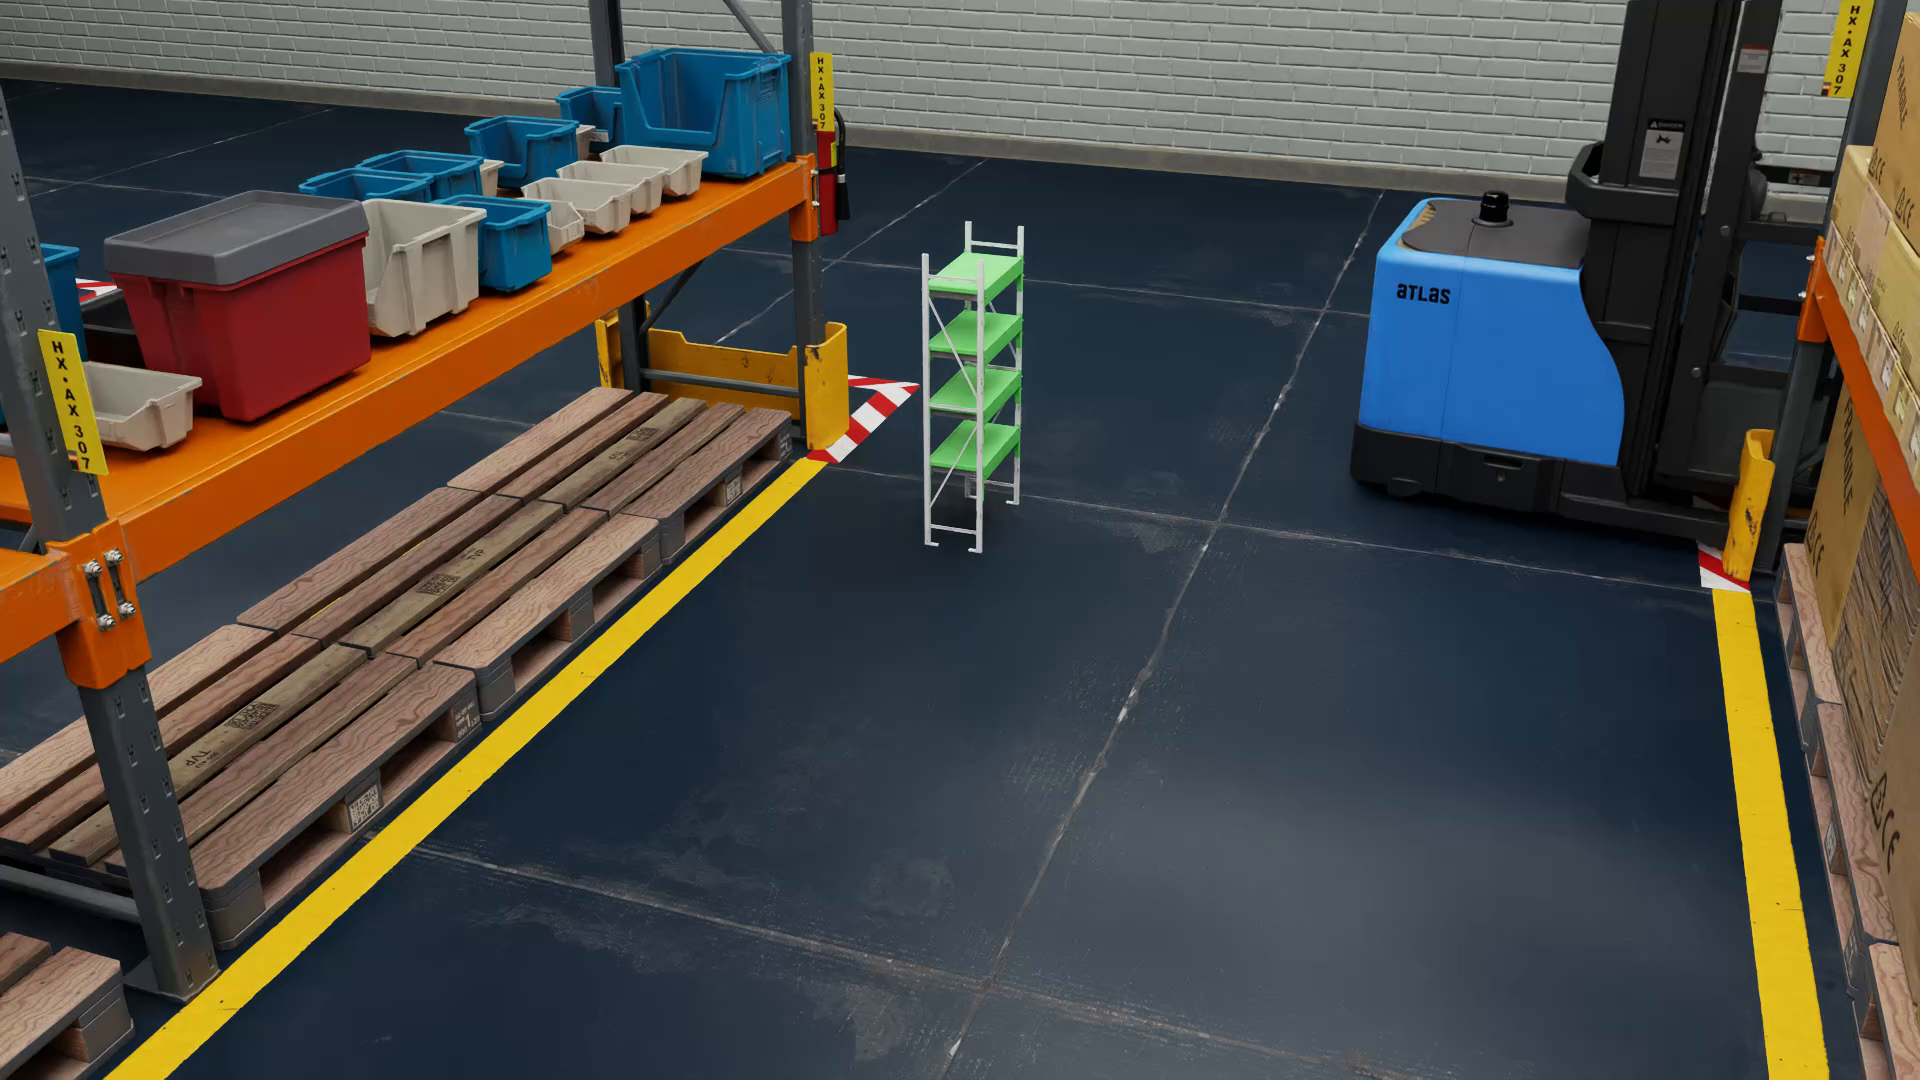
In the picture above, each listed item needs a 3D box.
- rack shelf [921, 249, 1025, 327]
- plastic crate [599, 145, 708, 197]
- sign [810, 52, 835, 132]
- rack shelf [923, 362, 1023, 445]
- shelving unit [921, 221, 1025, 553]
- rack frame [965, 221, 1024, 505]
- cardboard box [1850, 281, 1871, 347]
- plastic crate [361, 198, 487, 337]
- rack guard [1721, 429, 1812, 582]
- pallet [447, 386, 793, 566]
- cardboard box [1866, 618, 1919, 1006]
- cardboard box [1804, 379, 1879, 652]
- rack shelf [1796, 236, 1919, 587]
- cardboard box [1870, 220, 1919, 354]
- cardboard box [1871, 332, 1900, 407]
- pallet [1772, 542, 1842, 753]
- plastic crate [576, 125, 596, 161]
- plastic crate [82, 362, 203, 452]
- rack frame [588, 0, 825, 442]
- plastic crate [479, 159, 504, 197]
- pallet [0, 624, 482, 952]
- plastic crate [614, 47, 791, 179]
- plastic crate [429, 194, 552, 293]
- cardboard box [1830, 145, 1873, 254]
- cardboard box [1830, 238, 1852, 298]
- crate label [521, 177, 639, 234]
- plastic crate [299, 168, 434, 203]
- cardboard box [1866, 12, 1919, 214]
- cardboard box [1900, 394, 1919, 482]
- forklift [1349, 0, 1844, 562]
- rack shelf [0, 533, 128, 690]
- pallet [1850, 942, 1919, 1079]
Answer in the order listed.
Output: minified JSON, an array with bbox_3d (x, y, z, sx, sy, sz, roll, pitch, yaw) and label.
[{"bbox_3d":[0.055,-0.983,6.448,0.258,0.148,0.480,9,27,17],"label":"rack shelf"},{"bbox_3d":[-1.207,-1.442,6.520,0.396,0.136,0.243,9,27,17],"label":"plastic crate"},{"bbox_3d":[-0.583,-1.895,7.035,0.100,0.325,0.005,9,27,17],"label":"sign"},{"bbox_3d":[0.055,-0.551,6.657,0.258,0.148,0.480,9,27,17],"label":"rack shelf"},{"bbox_3d":[0.055,-0.608,6.629,0.258,1.200,0.503,9,27,17],"label":"shelving unit"},{"bbox_3d":[0.136,-0.708,6.836,0.240,1.200,0.015,9,27,17],"label":"rack frame"},{"bbox_3d":[2.880,-0.647,4.933,0.380,0.149,0.250,8,27,17],"label":"cardboard box"},{"bbox_3d":[-1.756,-0.826,5.080,0.437,0.282,0.530,9,27,17],"label":"plastic crate"},{"bbox_3d":[3.572,-0.062,6.303,1.175,0.500,0.348,9,27,17],"label":"rack guard"},{"bbox_3d":[-1.418,-0.307,7.141,1.003,0.211,1.213,9,27,17],"label":"pallet"},{"bbox_3d":[2.827,0.605,4.015,0.875,0.875,0.875,9,27,17],"label":"cardboard box"},{"bbox_3d":[3.426,-0.135,5.543,0.875,0.875,0.875,9,27,17],"label":"cardboard box"},{"bbox_3d":[2.898,-0.031,4.197,1.077,0.370,4.000,9,27,17],"label":"rack shelf"},{"bbox_3d":[2.812,-0.664,4.511,0.500,0.250,0.500,8,27,16],"label":"cardboard box"},{"bbox_3d":[2.709,-0.437,4.498,0.380,0.149,0.250,8,27,17],"label":"cardboard box"},{"bbox_3d":[3.372,0.418,5.644,1.003,0.211,1.213,9,27,17],"label":"pallet"},{"bbox_3d":[-1.684,-1.630,6.908,0.250,0.136,0.298,9,27,17],"label":"plastic crate"},{"bbox_3d":[-2.148,-0.330,4.223,0.396,0.136,0.243,9,27,17],"label":"plastic crate"},{"bbox_3d":[-1.107,-1.895,7.222,1.000,3.000,0.127,9,27,17],"label":"rack frame"},{"bbox_3d":[-1.910,-1.351,6.332,0.250,0.136,0.298,9,27,17],"label":"plastic crate"},{"bbox_3d":[-2.230,0.696,5.070,1.003,0.211,1.213,9,27,17],"label":"pallet"},{"bbox_3d":[-1.042,-1.773,6.861,0.616,0.435,0.499,9,27,17],"label":"plastic crate"},{"bbox_3d":[-1.548,-0.965,5.425,0.416,0.233,0.300,9,27,17],"label":"plastic crate"},{"bbox_3d":[3.150,-1.085,5.380,0.500,0.250,0.500,8,27,16],"label":"cardboard box"},{"bbox_3d":[3.051,-0.860,5.372,0.380,0.149,0.250,8,27,17],"label":"cardboard box"},{"bbox_3d":[-1.387,-1.207,6.034,0.396,0.136,0.243,9,27,17],"label":"crate label"},{"bbox_3d":[-2.037,-1.128,5.762,0.416,0.233,0.300,9,27,17],"label":"plastic crate"},{"bbox_3d":[2.983,-1.217,4.792,0.500,0.500,0.500,8,27,16],"label":"cardboard box"},{"bbox_3d":[2.538,-0.225,4.061,0.380,0.149,0.250,9,27,18],"label":"cardboard box"},{"bbox_3d":[3.245,-1.453,6.389,3.031,2.935,1.130,11,28,22],"label":"forklift"},{"bbox_3d":[-3.103,0.895,2.286,1.077,0.370,4.000,9,27,17],"label":"rack shelf"},{"bbox_3d":[2.560,1.421,3.573,1.003,0.211,1.213,9,27,17],"label":"pallet"}]
